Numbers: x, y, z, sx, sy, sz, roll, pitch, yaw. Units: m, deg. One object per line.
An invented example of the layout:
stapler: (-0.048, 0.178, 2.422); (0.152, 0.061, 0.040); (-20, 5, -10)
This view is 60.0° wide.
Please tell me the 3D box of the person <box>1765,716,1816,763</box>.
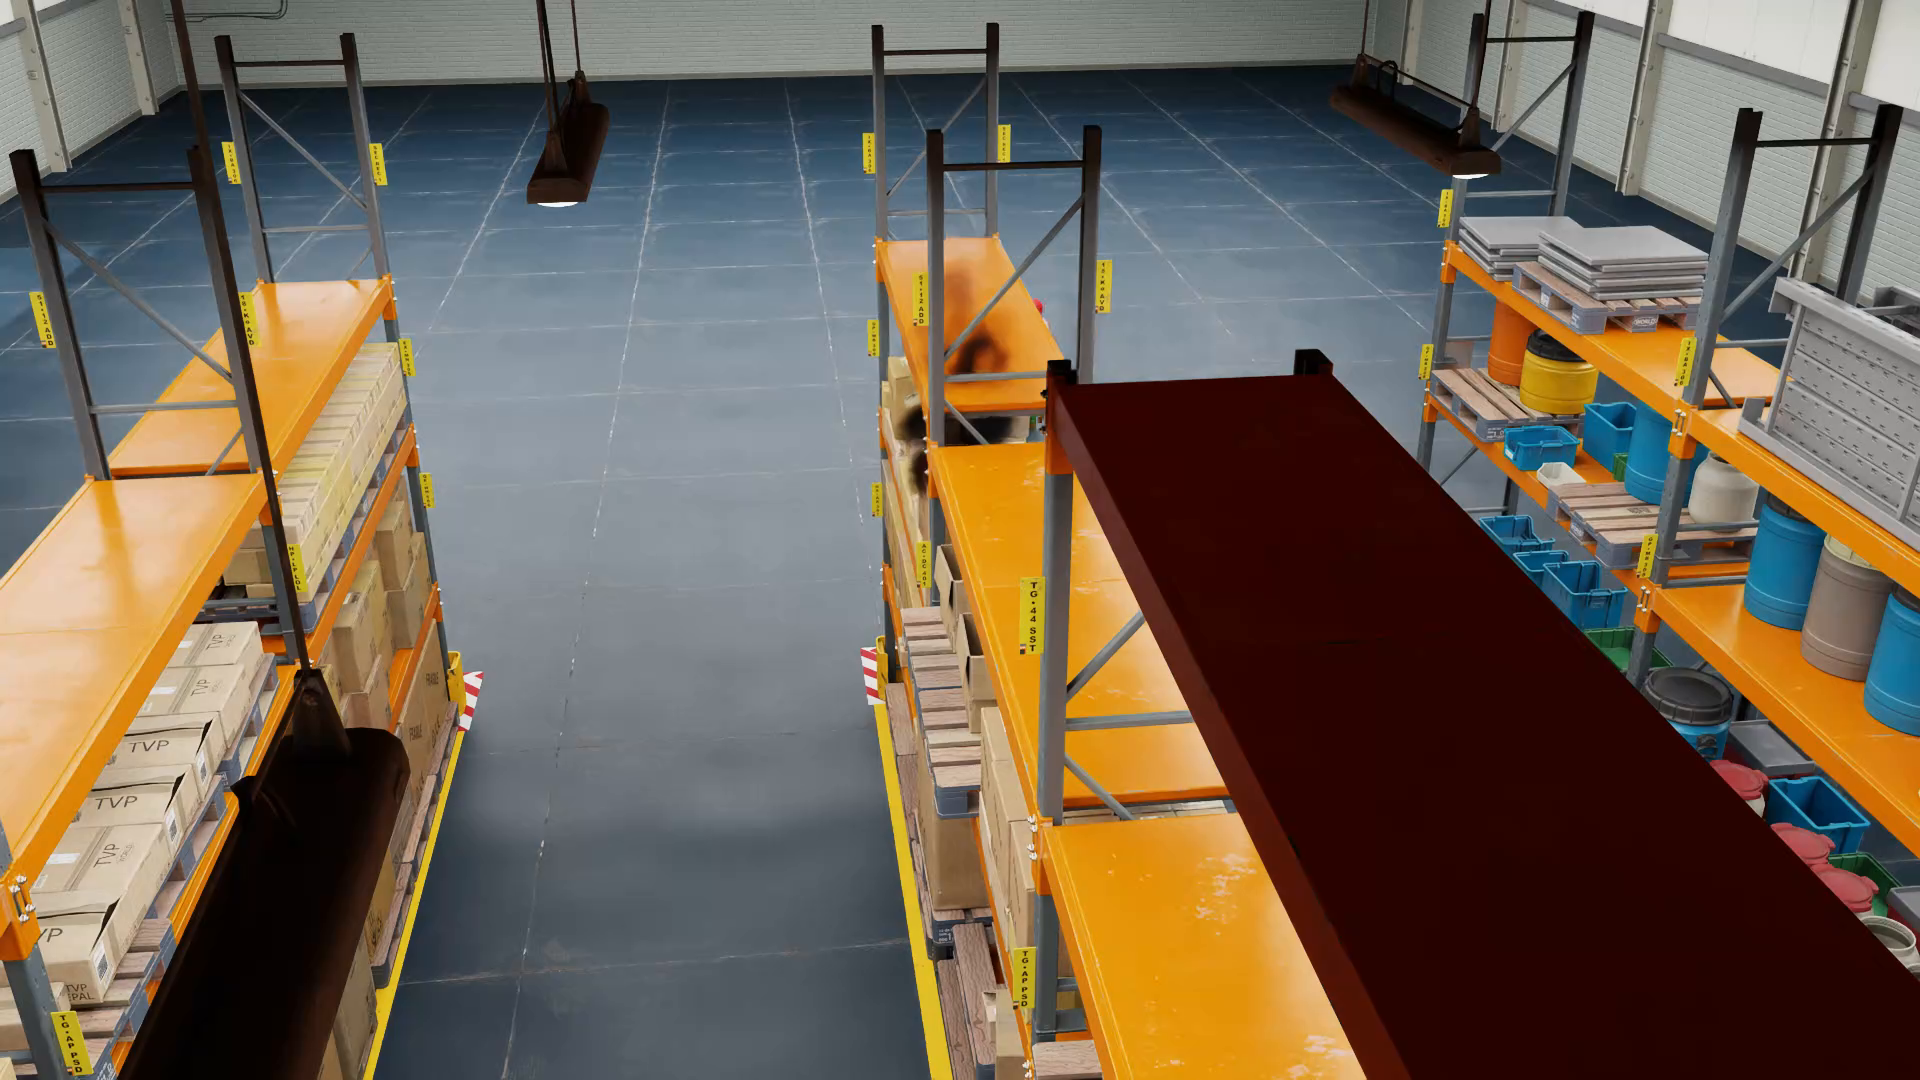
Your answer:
person: (6.627, 1.613, 13.206); (0.566, 1.670, 0.571); (-2, 26, -3)

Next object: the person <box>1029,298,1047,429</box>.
person: (0.913, -2.241, 21.202); (0.601, 1.742, 0.657); (9, 27, 18)
